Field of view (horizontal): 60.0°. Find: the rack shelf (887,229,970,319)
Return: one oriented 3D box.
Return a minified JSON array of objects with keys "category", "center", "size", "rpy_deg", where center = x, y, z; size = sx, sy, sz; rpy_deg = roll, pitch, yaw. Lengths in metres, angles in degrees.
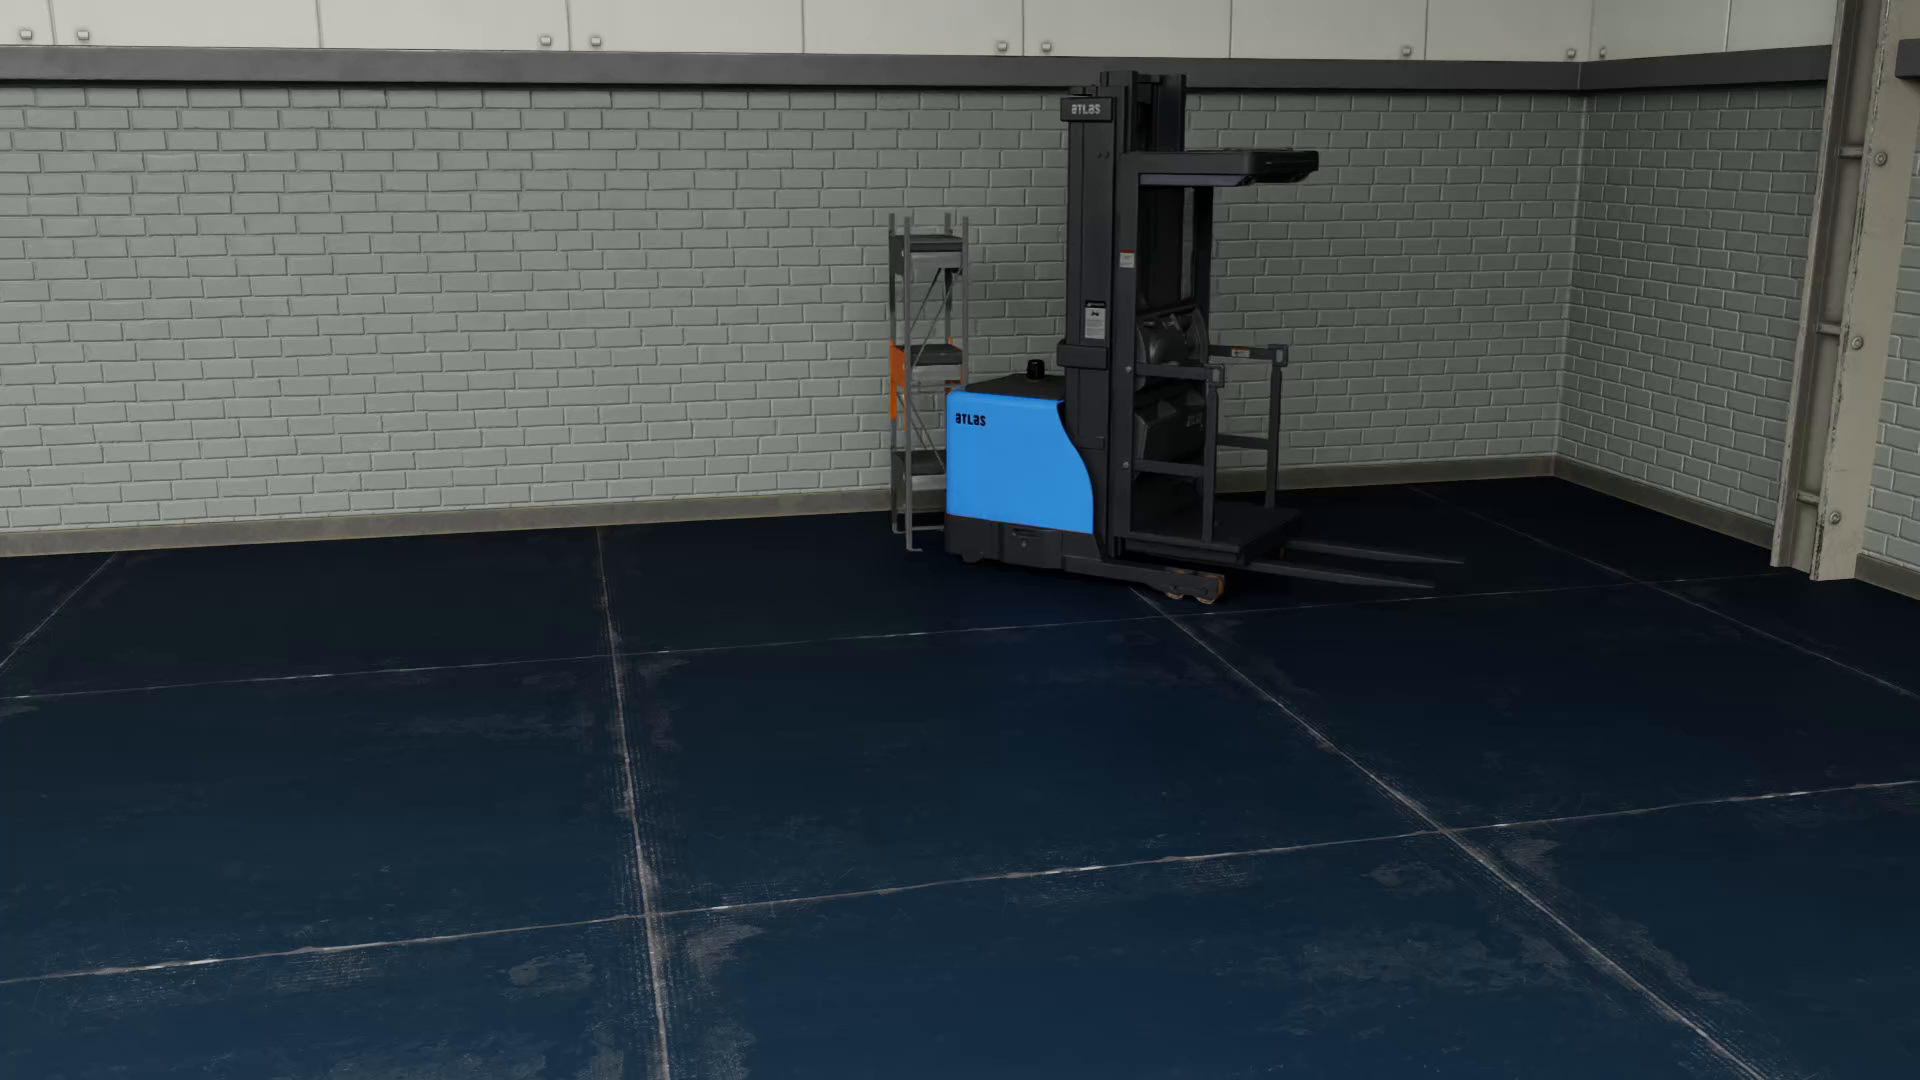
[{"category":"rack shelf","center":[-0.202,-1.684,10.503],"size":[0.431,0.518,0.480],"rpy_deg":[-3,14,-13]}]

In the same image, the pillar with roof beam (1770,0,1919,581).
[{"category":"pillar with roof beam","center":[1.025,-3.942,8.101],"size":[9.100,9.000,0.400],"rpy_deg":[-3,14,-13]}]

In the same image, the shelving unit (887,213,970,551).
[{"category":"shelving unit","center":[-0.202,-1.017,10.666],"size":[0.431,2.100,0.503],"rpy_deg":[-3,14,-13]}]

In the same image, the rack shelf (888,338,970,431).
[{"category":"rack shelf","center":[-0.202,-1.004,10.669],"size":[0.431,0.518,0.480],"rpy_deg":[-3,14,-13]}]

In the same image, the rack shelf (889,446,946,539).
[{"category":"rack shelf","center":[-0.202,-0.324,10.835],"size":[0.431,0.518,0.480],"rpy_deg":[-3,14,-13]}]

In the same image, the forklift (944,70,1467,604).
[{"category":"forklift","center":[1.428,-1.205,9.684],"size":[3.031,2.935,1.130],"rpy_deg":[8,16,30]}]

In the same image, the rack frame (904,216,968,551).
[{"category":"rack frame","center":[-0.147,-0.961,10.435],"size":[0.400,2.100,0.015],"rpy_deg":[-3,14,-13]}]

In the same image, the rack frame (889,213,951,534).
[{"category":"rack frame","center":[-0.257,-1.073,10.897],"size":[0.400,2.100,0.015],"rpy_deg":[-3,14,-13]}]
